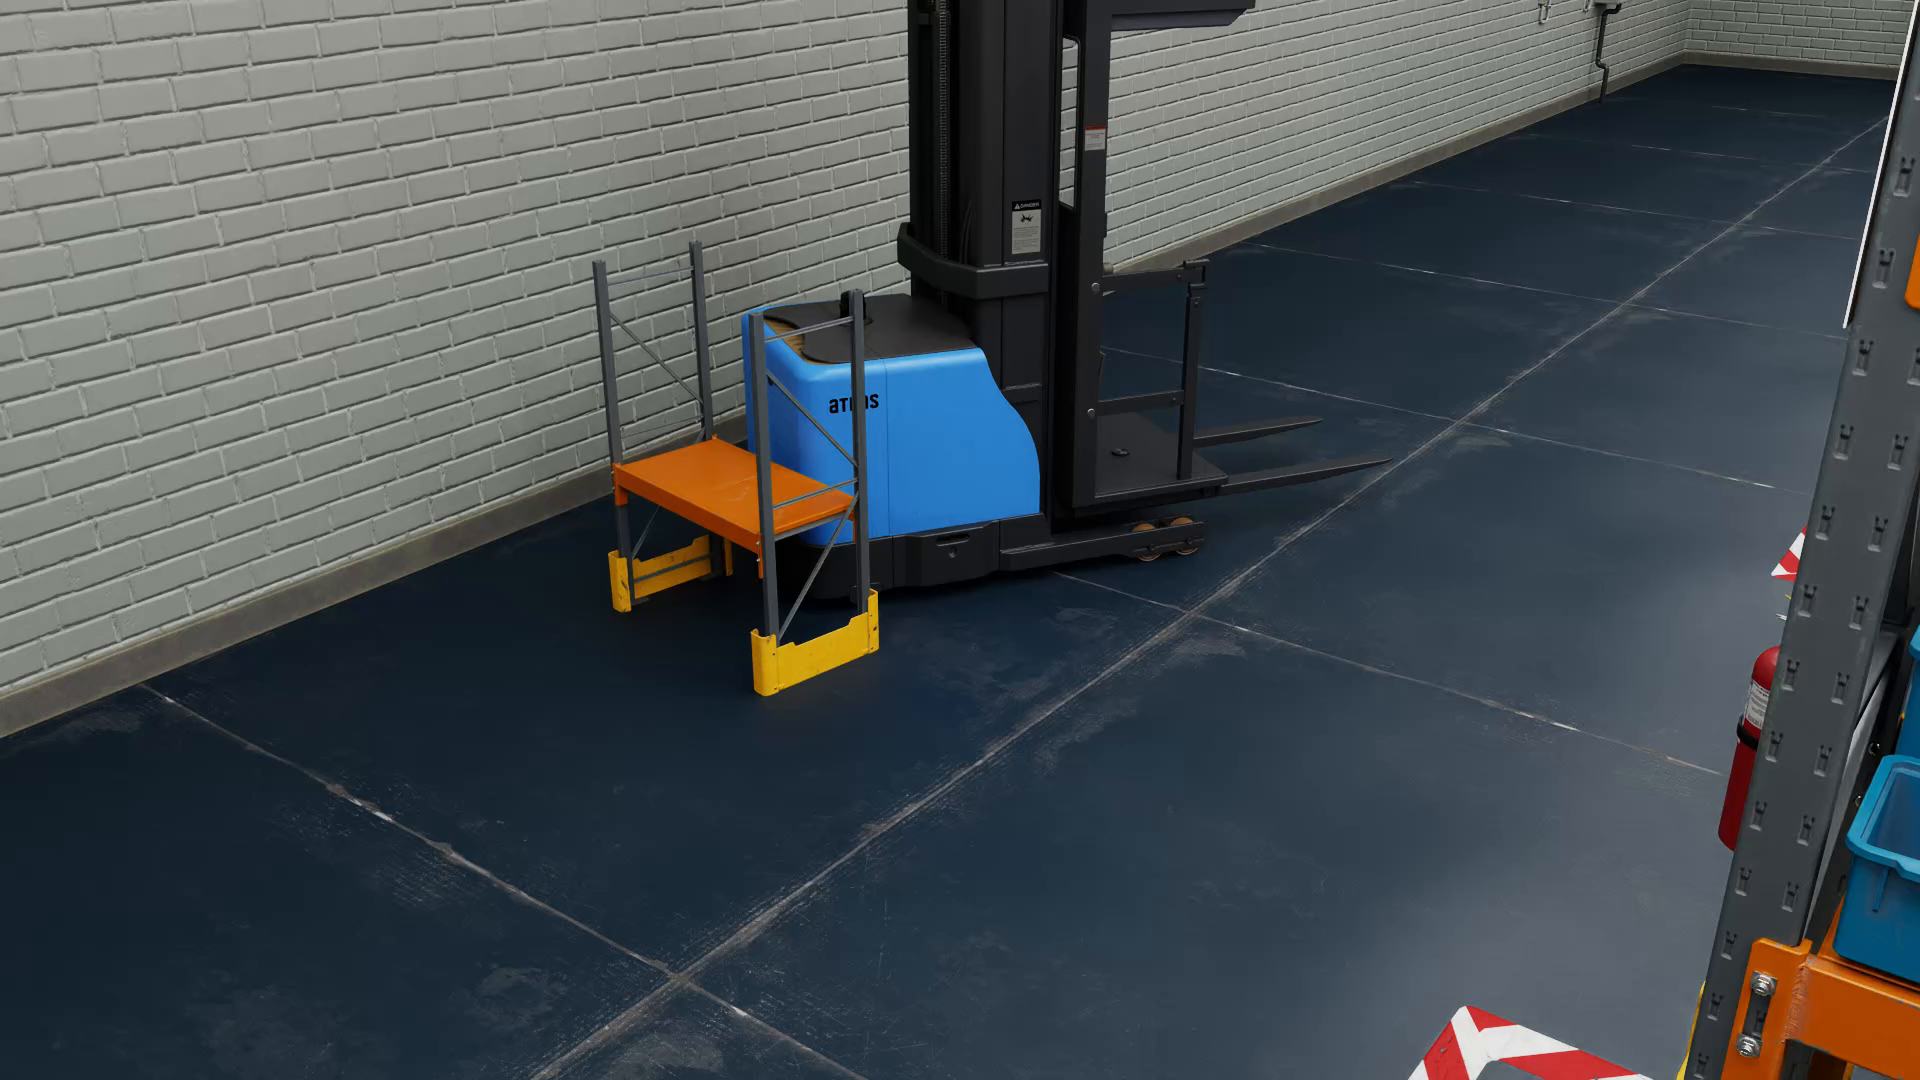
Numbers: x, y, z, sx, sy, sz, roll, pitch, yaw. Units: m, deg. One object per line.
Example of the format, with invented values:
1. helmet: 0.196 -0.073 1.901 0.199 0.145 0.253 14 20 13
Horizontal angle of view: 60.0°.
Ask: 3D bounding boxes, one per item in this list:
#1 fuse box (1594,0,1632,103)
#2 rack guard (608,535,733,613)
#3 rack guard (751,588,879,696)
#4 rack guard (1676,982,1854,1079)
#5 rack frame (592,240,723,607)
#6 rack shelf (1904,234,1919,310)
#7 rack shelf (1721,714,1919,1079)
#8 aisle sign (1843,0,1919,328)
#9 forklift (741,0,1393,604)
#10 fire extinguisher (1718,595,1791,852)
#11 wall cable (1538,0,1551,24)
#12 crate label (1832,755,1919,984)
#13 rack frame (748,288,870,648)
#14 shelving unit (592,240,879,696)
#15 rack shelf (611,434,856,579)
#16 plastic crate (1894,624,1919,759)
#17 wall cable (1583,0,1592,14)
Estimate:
1. fuse box: 7.452 -5.837 18.875 0.414 1.711 0.539 17 29 33
2. rack guard: -1.246 0.103 7.205 0.587 0.250 0.087 -21 31 -39
3. rack guard: -0.563 0.395 6.542 0.587 0.250 0.087 -21 31 -39
4. rack guard: 1.661 1.510 3.703 0.348 0.500 1.175 17 29 33
5. rack frame: -1.247 -0.469 6.954 0.500 1.500 0.032 -21 31 -39
6. rack shelf: 3.288 -0.192 1.638 4.000 0.370 1.077 17 29 33
7. rack shelf: 3.288 1.180 2.243 4.000 0.370 1.077 17 29 33
8. aisle sign: 1.452 -0.744 2.493 0.004 0.787 0.394 17 29 33
9. forklift: 0.579 -1.433 7.368 3.031 2.935 1.130 -9 25 -20
10. fire extinguisher: 1.839 0.390 3.702 0.183 0.674 0.296 17 29 33
11. wall cable: 6.075 -6.263 16.946 0.123 1.953 0.585 17 29 33
12. crate label: 1.688 0.583 2.841 0.303 0.233 0.416 17 29 33
13. rack frame: -0.550 -0.171 6.277 0.500 1.500 0.032 -21 31 -39
14. shelving unit: -0.905 -0.323 6.621 0.587 1.500 1.083 -21 31 -39
15. rack shelf: -0.898 -0.155 6.688 0.538 0.185 1.000 -21 31 -39
16. plastic crate: 2.067 0.345 3.129 0.499 0.435 0.616 17 29 33
17. wall cable: 6.917 -6.709 17.997 0.122 1.984 0.588 17 29 33
